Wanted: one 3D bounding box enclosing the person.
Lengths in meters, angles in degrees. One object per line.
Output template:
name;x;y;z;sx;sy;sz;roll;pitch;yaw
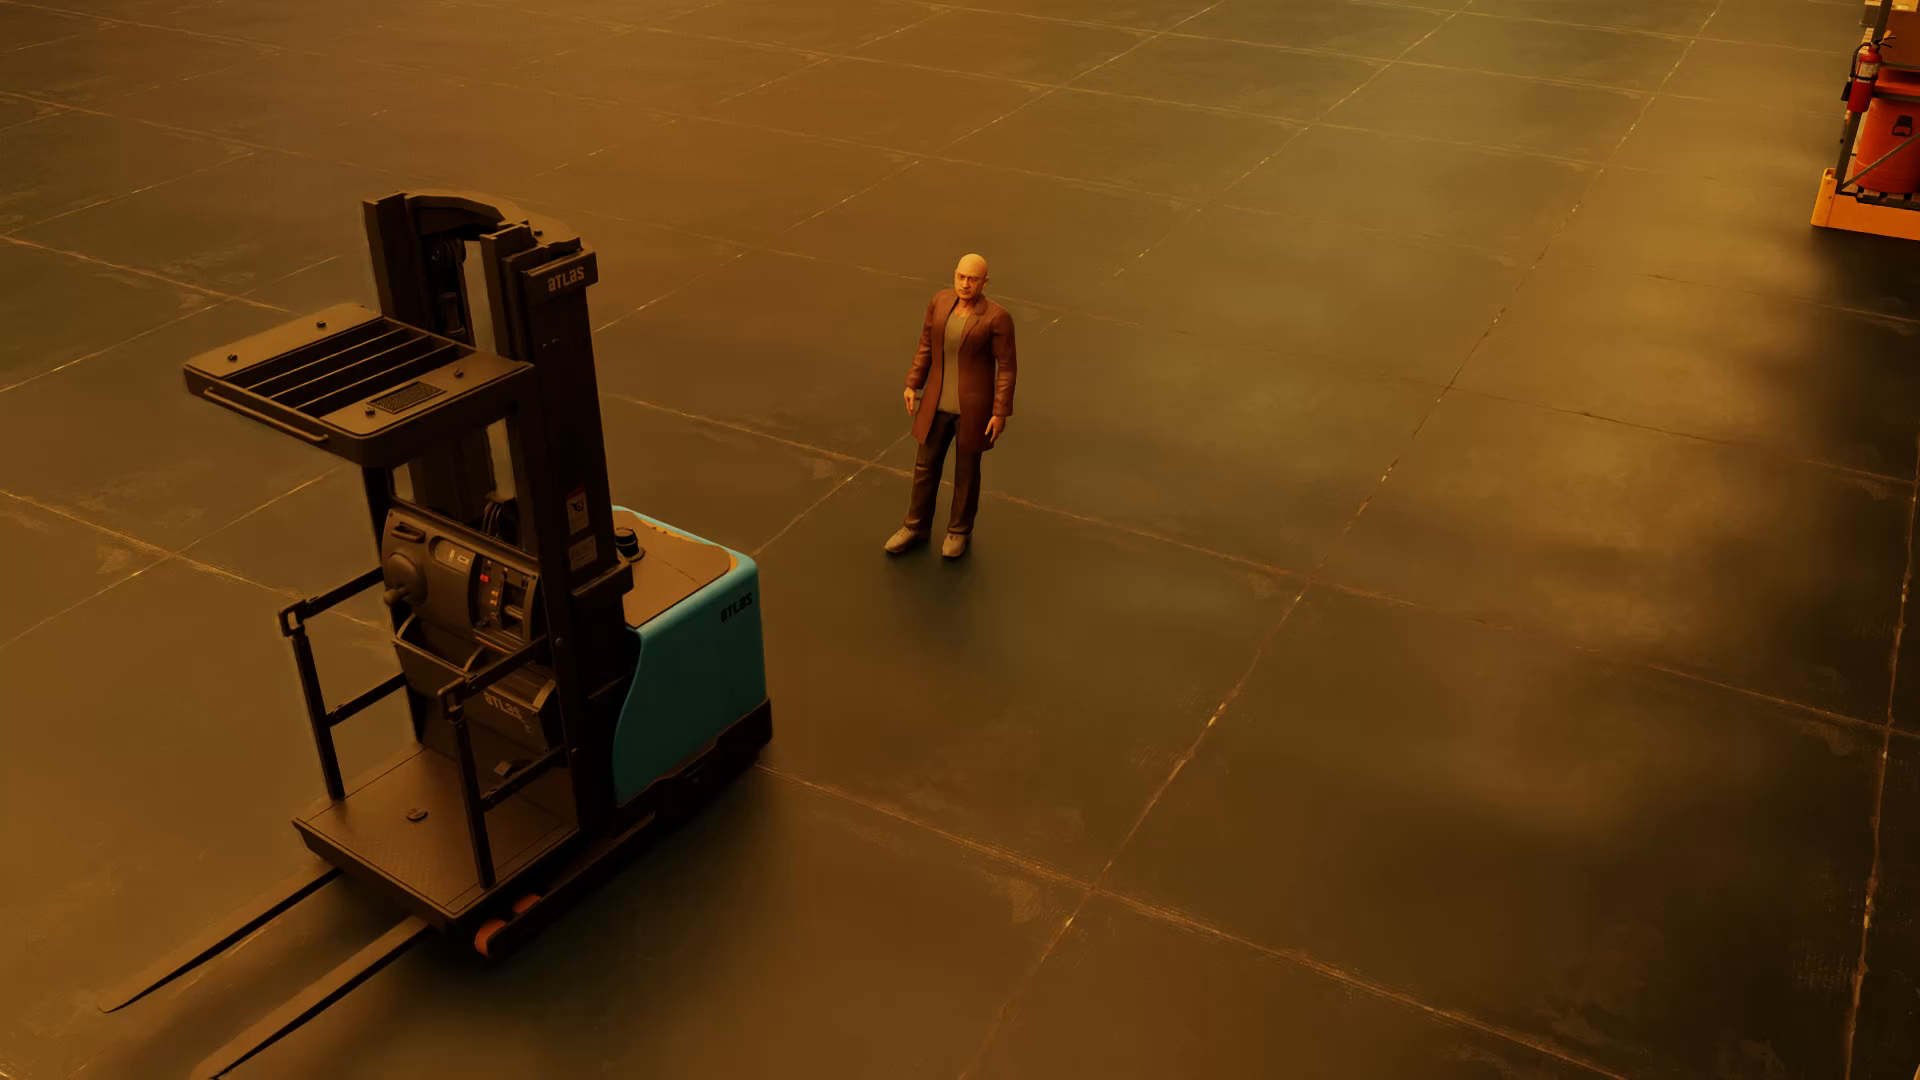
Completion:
person;-0.048;-0.714;9.500;0.698;1.726;0.579;15;33;25

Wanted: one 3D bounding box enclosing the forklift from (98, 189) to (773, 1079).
forklift;-2.187;0.208;6.710;1.130;2.935;3.031;20;35;30
